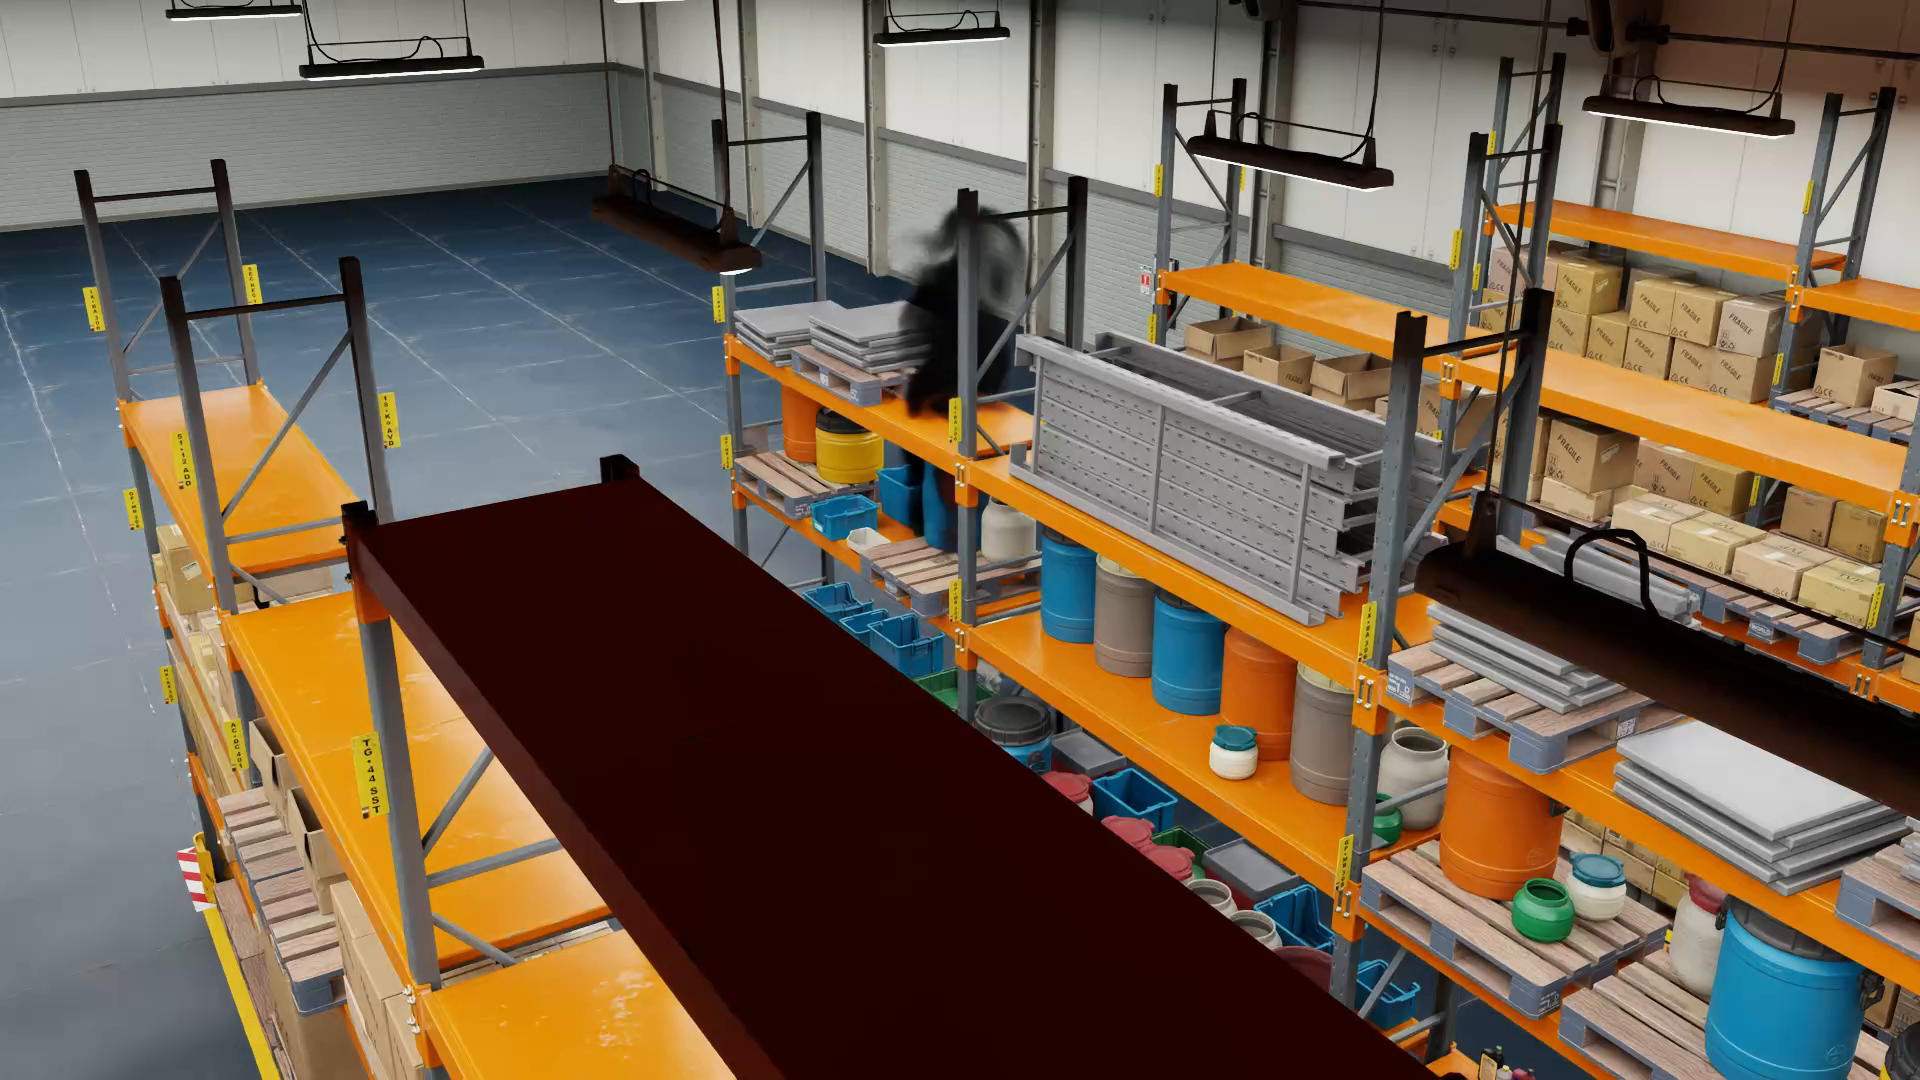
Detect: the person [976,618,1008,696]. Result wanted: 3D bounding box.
[{"bbox_3d":[0.257,0.874,16.938,0.603,1.722,0.659,20,29,40],"label":"person"}]
